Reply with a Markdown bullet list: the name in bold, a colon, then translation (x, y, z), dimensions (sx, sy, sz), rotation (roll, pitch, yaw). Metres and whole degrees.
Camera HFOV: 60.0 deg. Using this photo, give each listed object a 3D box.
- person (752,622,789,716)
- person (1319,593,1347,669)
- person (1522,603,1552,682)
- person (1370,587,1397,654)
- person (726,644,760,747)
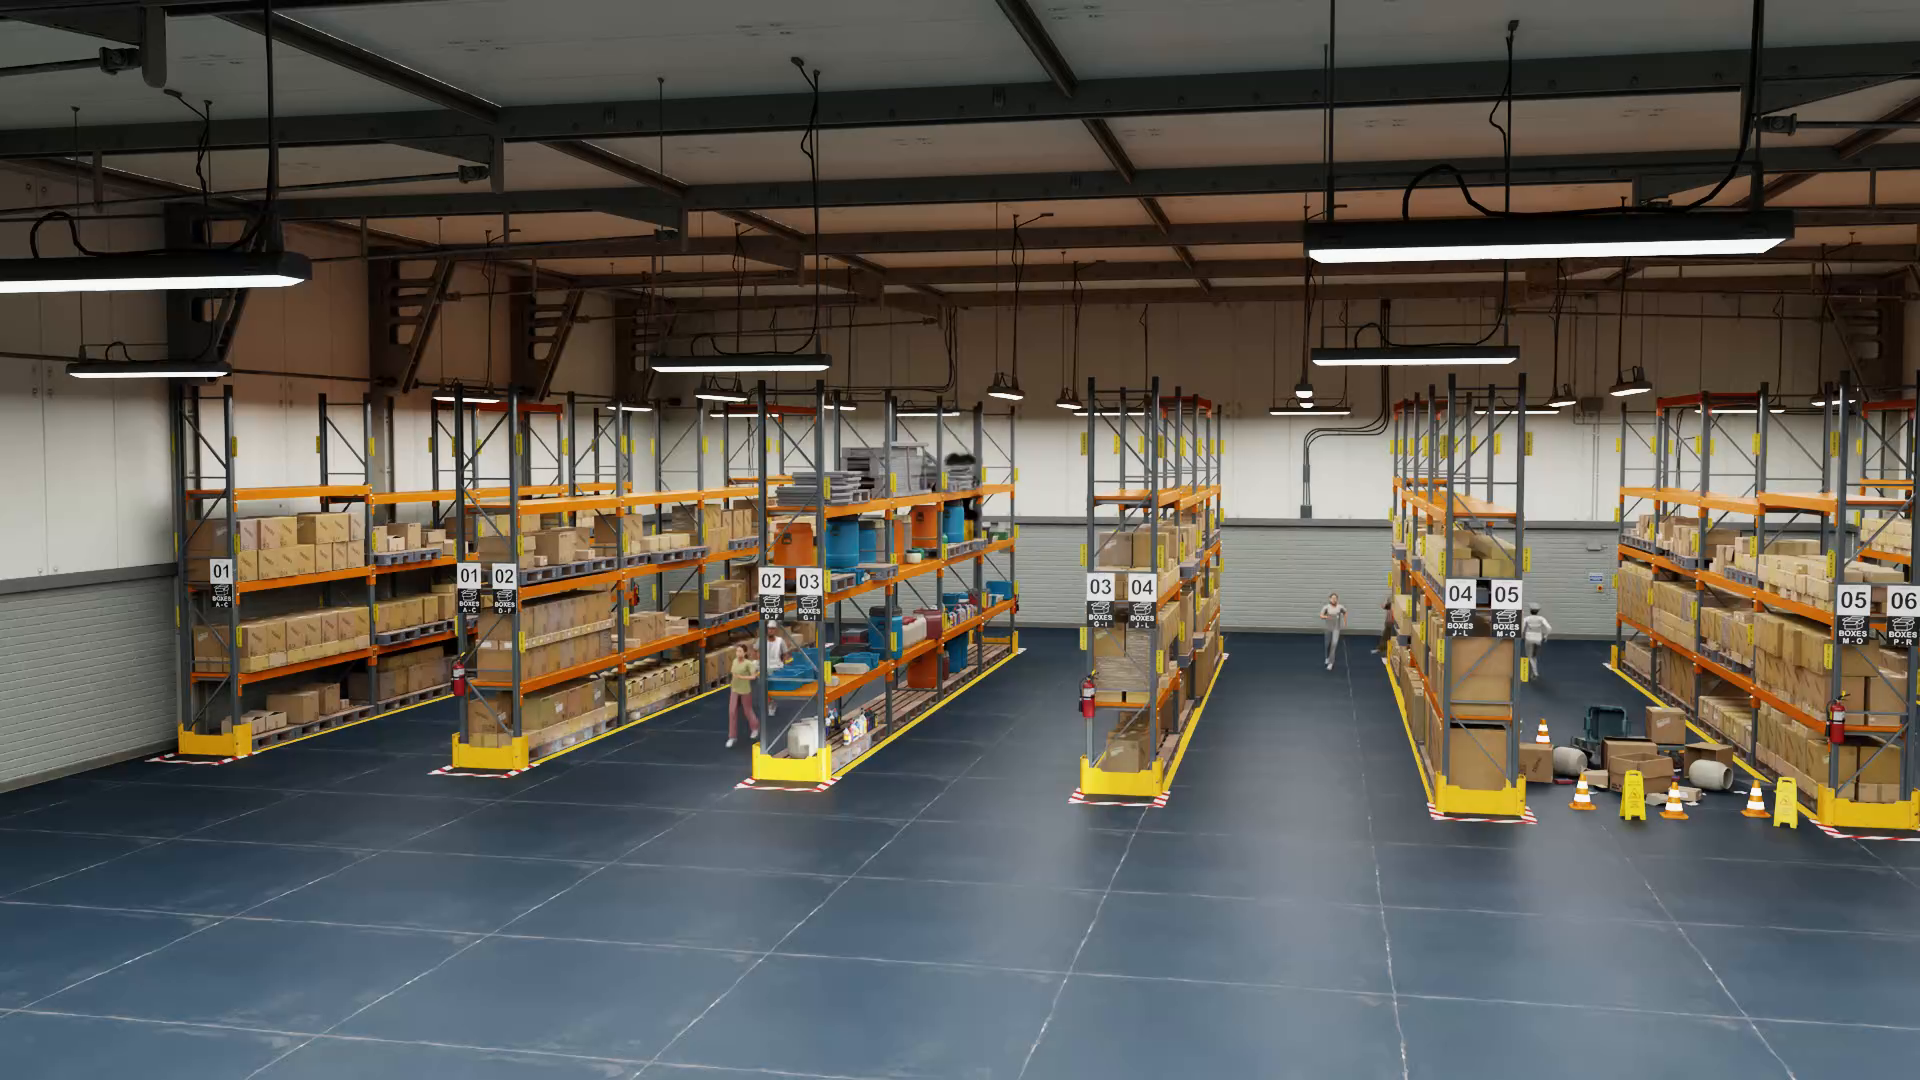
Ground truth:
- **person**: translation (-3.543, 2.401, 31.002), dimensions (0.684, 1.742, 0.544), rotation (0, 3, 0)
- **person**: translation (8.426, 2.036, 37.589), dimensions (0.598, 1.675, 0.962), rotation (1, 3, 15)
- **person**: translation (12.113, 2.167, 35.117), dimensions (0.607, 1.690, 0.934), rotation (0, 3, 0)
- **person**: translation (10.391, 1.878, 40.024), dimensions (1.111, 1.719, 0.727), rotation (-1, 3, -10)
- **person**: translation (-3.643, 2.575, 27.914), dimensions (0.574, 1.673, 0.968), rotation (1, 3, 20)
